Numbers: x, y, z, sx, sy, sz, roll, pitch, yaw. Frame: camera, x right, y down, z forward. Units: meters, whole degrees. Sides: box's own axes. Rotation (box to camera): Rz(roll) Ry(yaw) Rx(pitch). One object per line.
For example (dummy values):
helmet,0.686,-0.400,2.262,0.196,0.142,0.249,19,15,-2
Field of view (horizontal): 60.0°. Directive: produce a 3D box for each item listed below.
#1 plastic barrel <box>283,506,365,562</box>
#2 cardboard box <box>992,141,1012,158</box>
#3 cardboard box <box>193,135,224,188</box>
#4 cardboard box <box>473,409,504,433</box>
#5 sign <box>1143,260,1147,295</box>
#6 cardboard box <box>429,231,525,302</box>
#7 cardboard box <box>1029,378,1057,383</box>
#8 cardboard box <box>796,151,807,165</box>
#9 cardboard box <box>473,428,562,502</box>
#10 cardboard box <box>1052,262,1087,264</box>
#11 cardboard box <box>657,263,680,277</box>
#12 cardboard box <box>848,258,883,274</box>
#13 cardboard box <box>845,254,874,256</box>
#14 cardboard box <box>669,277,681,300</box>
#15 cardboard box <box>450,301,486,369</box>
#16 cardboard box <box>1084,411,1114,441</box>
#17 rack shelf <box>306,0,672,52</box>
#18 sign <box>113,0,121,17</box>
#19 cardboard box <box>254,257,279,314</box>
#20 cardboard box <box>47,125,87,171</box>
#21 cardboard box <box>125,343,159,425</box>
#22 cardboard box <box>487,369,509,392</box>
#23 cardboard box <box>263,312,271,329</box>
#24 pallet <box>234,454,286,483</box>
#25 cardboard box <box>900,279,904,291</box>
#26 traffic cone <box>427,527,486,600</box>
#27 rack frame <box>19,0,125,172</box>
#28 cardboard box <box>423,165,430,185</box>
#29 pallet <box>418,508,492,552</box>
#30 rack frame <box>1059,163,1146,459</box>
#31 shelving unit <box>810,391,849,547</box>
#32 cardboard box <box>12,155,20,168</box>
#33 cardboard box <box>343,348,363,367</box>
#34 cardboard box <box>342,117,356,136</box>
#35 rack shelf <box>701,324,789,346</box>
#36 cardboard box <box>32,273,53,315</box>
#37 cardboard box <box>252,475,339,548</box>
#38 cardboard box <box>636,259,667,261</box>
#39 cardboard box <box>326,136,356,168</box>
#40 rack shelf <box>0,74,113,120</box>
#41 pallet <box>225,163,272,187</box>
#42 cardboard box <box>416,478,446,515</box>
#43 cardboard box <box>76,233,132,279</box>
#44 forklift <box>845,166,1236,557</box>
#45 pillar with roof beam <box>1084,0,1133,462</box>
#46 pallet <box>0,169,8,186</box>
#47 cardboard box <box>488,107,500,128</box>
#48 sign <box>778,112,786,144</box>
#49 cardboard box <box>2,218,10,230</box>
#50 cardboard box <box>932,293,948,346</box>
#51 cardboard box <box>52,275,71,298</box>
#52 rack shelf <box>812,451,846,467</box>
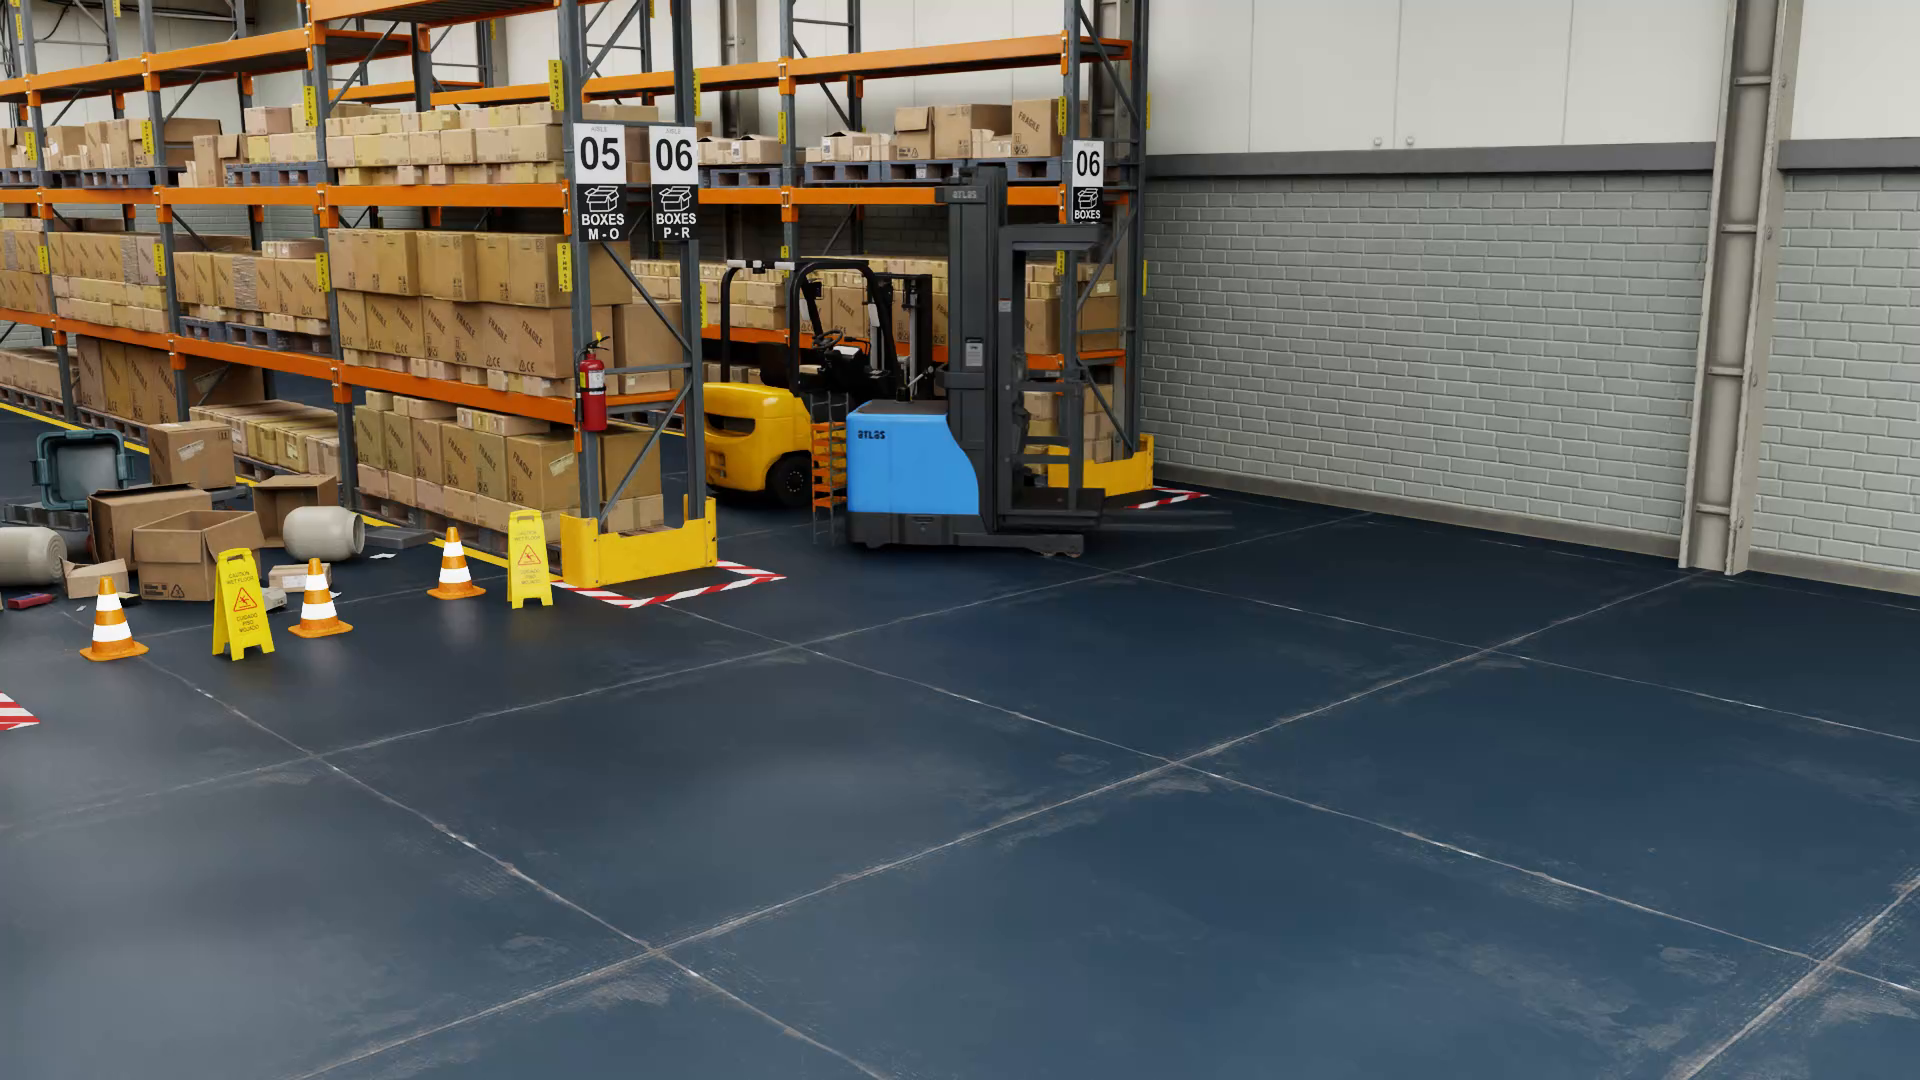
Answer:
plastic barrel,-4.809,-0.045,12.582,0.512,0.421,0.421,-1,12,-4
cardboard box,0.508,-3.588,15.294,0.250,0.149,0.380,11,16,44
cardboard box,-7.165,-3.763,16.559,0.700,0.500,0.500,-11,16,-43
cardboard box,-3.503,-0.922,12.763,0.380,0.149,0.250,-11,16,-42
sign,1.705,-2.448,15.519,0.100,0.325,0.005,-11,16,-43
cardboard box,-3.569,-2.080,12.611,0.700,0.500,0.500,-11,16,-43
cardboard box,0.757,-1.426,16.197,0.500,0.250,0.500,-11,16,-42
cardboard box,-1.907,-4.245,18.480,0.380,0.149,0.250,-11,16,-43
cardboard box,-3.392,-0.599,12.801,0.500,0.500,0.500,-10,15,-40
cardboard box,1.084,-2.547,15.750,0.380,0.149,0.250,-10,15,-41
cardboard box,-3.319,-3.169,19.502,0.380,0.149,0.250,-10,16,-41
cardboard box,-0.925,-2.804,16.994,0.380,0.149,0.250,-10,16,-41
cardboard box,-1.024,-3.000,17.949,0.380,0.149,0.250,-11,16,-42
cardboard box,-3.031,-2.926,19.312,0.500,0.250,0.500,-11,16,-42
cardboard box,-3.547,-1.599,12.755,0.500,0.500,0.500,-11,16,-43
cardboard box,1.125,-1.110,15.901,0.500,0.250,0.500,-11,16,-42
rack shelf,-3.669,-4.093,12.767,1.077,0.370,4.000,-11,16,-43
sign,-10.190,-6.480,20.051,0.100,0.325,0.005,-11,16,-43
cardboard box,-6.230,-2.384,15.526,0.500,0.500,0.500,-10,15,-41
cardboard box,-10.176,-4.523,19.208,0.500,0.500,0.500,-11,16,-44
cardboard box,-8.842,-1.792,18.902,0.875,0.875,0.875,-11,16,-42
cardboard box,-3.317,-1.214,12.491,0.380,0.149,0.250,-11,16,-42
cardboard box,-6.299,-2.071,15.609,0.380,0.149,0.250,-11,16,-43
pallet,-6.435,-0.726,16.413,1.003,0.211,1.213,-11,16,-43
cardboard box,-0.379,-2.548,16.488,0.380,0.149,0.250,-11,16,-44
traffic cone,-3.518,0.143,11.571,0.336,0.463,0.334,-11,16,-43
rack frame,-10.575,-5.906,19.778,1.000,3.000,0.127,-11,16,-43
cardboard box,-3.946,-2.841,12.957,0.380,0.149,0.250,-11,16,-42
pallet,-3.714,-0.163,13.681,1.003,0.211,1.213,-11,16,-43
rack frame,1.300,-1.909,15.243,1.000,3.000,0.127,-11,16,-43
shelving unit,-1.023,-0.563,13.168,0.189,1.200,0.258,7,14,33
cardboard box,-11.430,-4.656,20.477,0.380,0.149,0.250,-10,16,-41
cardboard box,-5.064,-1.587,14.302,0.380,0.149,0.250,-11,16,-43
cardboard box,-4.868,-3.412,13.750,0.380,0.149,0.250,-10,15,-41
rack shelf,-2.844,-2.432,19.566,1.077,0.370,4.000,-11,16,-43
cardboard box,-11.080,-3.049,20.529,0.500,0.500,0.500,-11,16,-42
cardboard box,-5.294,-0.231,13.289,0.500,0.500,0.500,-1,12,-4
cardboard box,-3.854,-3.424,20.741,0.380,0.149,0.250,-10,15,-41
cardboard box,-4.944,-3.239,13.902,0.500,0.250,0.500,-11,16,-44
rack shelf,-11.956,-5.650,21.308,1.077,0.370,4.000,-11,16,-43
pallet,-6.118,-3.433,15.675,1.213,0.211,1.003,-11,16,-43
cardboard box,-4.093,-0.382,13.606,0.500,0.250,0.500,-11,16,-43
cardboard box,-9.763,-3.258,19.068,0.500,0.500,0.500,11,16,44
forklift,0.659,-1.416,13.018,3.031,2.935,1.130,1,12,7
pillar with roof beam,-1.643,-4.474,12.828,9.100,9.000,0.400,-11,16,-43
pallet,-11.970,-4.692,21.540,1.003,0.211,1.213,-11,16,-43
cardboard box,-3.212,-3.083,12.156,0.380,0.149,0.250,-11,16,-42
sign,-1.848,-4.292,17.316,0.100,0.325,0.005,-11,16,-43
cardboard box,-12.035,-4.054,21.322,0.380,0.149,0.250,-11,16,-43
cardboard box,0.064,-2.145,16.140,0.500,0.500,0.500,-11,16,-44
cardboard box,-10.475,-3.036,19.846,0.500,0.250,0.500,11,16,44
rack shelf,-1.024,-0.637,13.153,0.180,0.103,0.258,7,14,33
